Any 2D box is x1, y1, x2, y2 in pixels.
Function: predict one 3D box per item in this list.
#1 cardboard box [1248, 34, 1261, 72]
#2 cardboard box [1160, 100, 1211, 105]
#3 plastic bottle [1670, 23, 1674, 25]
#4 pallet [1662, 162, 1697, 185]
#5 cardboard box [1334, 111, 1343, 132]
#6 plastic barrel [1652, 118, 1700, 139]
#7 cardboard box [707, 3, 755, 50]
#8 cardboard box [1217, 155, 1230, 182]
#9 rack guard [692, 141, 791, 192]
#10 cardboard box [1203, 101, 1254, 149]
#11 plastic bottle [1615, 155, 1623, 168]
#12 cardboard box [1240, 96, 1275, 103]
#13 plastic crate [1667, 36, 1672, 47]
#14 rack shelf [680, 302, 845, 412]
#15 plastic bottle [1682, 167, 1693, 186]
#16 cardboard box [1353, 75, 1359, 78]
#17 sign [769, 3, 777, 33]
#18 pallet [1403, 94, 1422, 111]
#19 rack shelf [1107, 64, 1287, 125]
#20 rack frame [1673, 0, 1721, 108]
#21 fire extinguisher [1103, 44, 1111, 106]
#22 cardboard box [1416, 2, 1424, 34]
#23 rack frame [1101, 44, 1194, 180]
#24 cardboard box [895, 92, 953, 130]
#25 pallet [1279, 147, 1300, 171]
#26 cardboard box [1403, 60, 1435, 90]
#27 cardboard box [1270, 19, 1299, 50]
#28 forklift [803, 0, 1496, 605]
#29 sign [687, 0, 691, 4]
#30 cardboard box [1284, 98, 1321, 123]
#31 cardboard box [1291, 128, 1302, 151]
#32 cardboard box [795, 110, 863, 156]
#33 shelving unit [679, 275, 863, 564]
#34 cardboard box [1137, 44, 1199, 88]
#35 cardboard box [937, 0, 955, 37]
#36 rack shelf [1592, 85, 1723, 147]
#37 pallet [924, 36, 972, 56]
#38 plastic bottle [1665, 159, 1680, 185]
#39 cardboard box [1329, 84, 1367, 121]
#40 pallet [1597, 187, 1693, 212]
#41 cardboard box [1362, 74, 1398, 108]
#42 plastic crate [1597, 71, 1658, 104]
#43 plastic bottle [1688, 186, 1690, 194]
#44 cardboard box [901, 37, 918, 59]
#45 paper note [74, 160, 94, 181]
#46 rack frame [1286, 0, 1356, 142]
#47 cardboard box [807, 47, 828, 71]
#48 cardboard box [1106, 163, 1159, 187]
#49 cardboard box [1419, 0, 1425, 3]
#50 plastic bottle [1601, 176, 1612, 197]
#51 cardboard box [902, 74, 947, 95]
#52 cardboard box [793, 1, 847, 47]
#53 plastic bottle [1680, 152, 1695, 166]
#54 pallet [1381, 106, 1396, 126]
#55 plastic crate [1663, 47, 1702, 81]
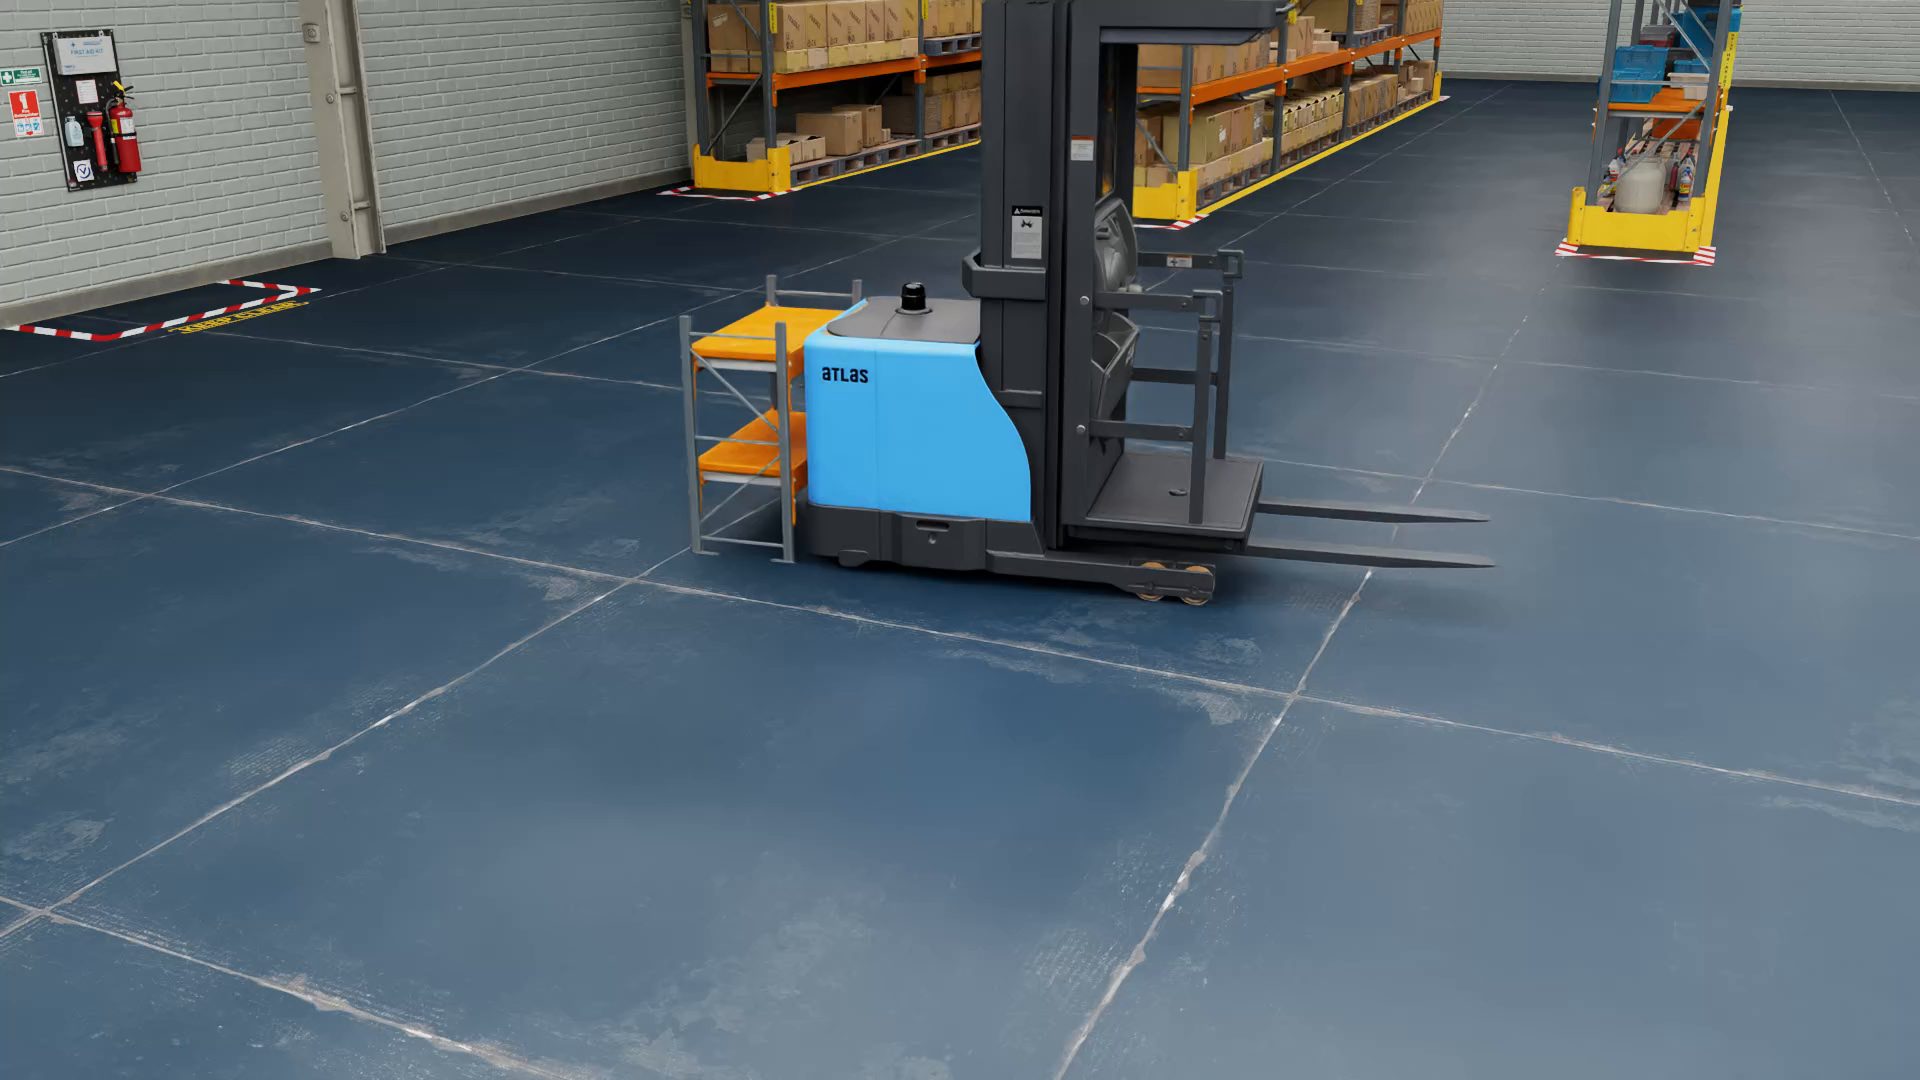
[{"bbox_3d":[3.166,-5.850,19.793,0.700,0.500,0.500,8,21,22],"label":"cardboard box"},{"bbox_3d":[2.667,-4.953,19.776,0.500,0.500,0.500,9,21,23],"label":"cardboard box"},{"bbox_3d":[10.889,-7.768,25.407,0.144,0.351,0.185,9,21,23],"label":"plastic bottle"},{"bbox_3d":[8.356,-4.352,19.892,1.003,0.211,1.213,9,21,23],"label":"pallet"},{"bbox_3d":[5.197,-6.032,23.931,0.500,0.250,0.500,9,22,24],"label":"cardboard box"},{"bbox_3d":[9.892,-5.971,22.893,0.600,0.830,0.708,9,21,23],"label":"plastic barrel"},{"bbox_3d":[-2.608,-6.023,19.502,0.500,0.500,0.500,8,21,22],"label":"cardboard box"},{"bbox_3d":[2.743,-4.221,18.837,0.500,0.250,0.500,9,21,23],"label":"cardboard box"},{"bbox_3d":[-2.576,-4.403,19.603,1.175,0.500,0.348,9,21,23],"label":"rack guard"},{"bbox_3d":[3.145,-4.881,19.574,0.500,0.500,0.500,9,21,23],"label":"cardboard box"},{"bbox_3d":[7.109,-4.003,18.044,0.144,0.351,0.185,8,21,22],"label":"plastic bottle"},{"bbox_3d":[4.079,-5.897,22.712,0.500,0.311,0.500,8,21,22],"label":"cardboard box"},{"bbox_3d":[8.237,-5.793,19.806,0.392,0.384,0.575,9,21,23],"label":"plastic crate"},{"bbox_3d":[-0.867,-0.888,7.912,0.538,0.278,1.000,5,20,15],"label":"rack shelf"},{"bbox_3d":[7.722,-3.829,17.673,0.097,0.271,0.097,0,20,0],"label":"plastic bottle"},{"bbox_3d":[6.199,-7.298,27.086,0.500,0.500,0.500,9,21,23],"label":"cardboard box"},{"bbox_3d":[-2.112,-5.891,18.765,0.100,0.325,0.005,9,21,23],"label":"sign"},{"bbox_3d":[7.608,-7.817,29.635,1.003,0.211,1.213,9,21,23],"label":"pallet"},{"bbox_3d":[2.733,-5.151,19.050,1.077,0.370,4.000,9,21,23],"label":"rack shelf"},{"bbox_3d":[12.983,-9.089,29.050,1.000,3.000,0.127,9,21,23],"label":"rack frame"},{"bbox_3d":[1.442,-4.870,17.301,0.296,0.674,0.183,9,21,23],"label":"fire extinguisher"},{"bbox_3d":[7.699,-9.022,28.712,0.500,0.500,0.500,8,21,22],"label":"cardboard box"},{"bbox_3d":[1.914,-4.879,17.211,1.000,3.000,0.127,9,21,23],"label":"rack frame"},{"bbox_3d":[-0.517,-6.202,24.005,0.700,0.500,0.500,8,21,22],"label":"cardboard box"},{"bbox_3d":[3.818,-5.018,21.765,1.003,0.211,1.213,9,21,23],"label":"pallet"},{"bbox_3d":[8.468,-8.599,30.747,0.500,0.500,0.500,9,21,23],"label":"cardboard box"},{"bbox_3d":[4.097,-6.542,21.739,0.500,0.500,0.500,10,22,27],"label":"cardboard box"},{"bbox_3d":[0.870,-1.296,7.240,3.031,2.935,1.130,5,20,13],"label":"forklift"},{"bbox_3d":[-3.105,-6.334,19.103,0.100,0.325,0.005,9,21,23],"label":"sign"},{"bbox_3d":[4.577,-5.830,22.527,0.500,0.311,0.500,9,22,24],"label":"cardboard box"},{"bbox_3d":[4.154,-5.249,21.729,0.500,0.250,0.500,9,22,24],"label":"cardboard box"},{"bbox_3d":[-1.662,-5.178,21.125,0.700,0.500,0.500,7,21,19],"label":"cardboard box"},{"bbox_3d":[-0.867,-0.612,8.010,0.538,1.125,1.048,5,20,15],"label":"shelving unit"},{"bbox_3d":[2.117,-5.067,17.590,0.700,0.500,0.500,9,21,23],"label":"cardboard box"},{"bbox_3d":[-0.494,-7.355,23.369,0.700,0.500,0.500,11,22,28],"label":"cardboard box"},{"bbox_3d":[7.250,-4.470,17.136,1.077,0.370,4.000,9,21,23],"label":"rack shelf"},{"bbox_3d":[-0.523,-6.903,23.190,1.003,0.211,1.213,9,21,23],"label":"pallet"},{"bbox_3d":[7.845,-4.062,18.323,0.152,0.276,0.135,9,21,23],"label":"plastic bottle"},{"bbox_3d":[5.846,-6.615,25.166,0.500,0.500,0.500,8,21,21],"label":"cardboard box"},{"bbox_3d":[7.258,-3.533,17.588,1.003,0.211,1.213,9,21,23],"label":"pallet"},{"bbox_3d":[6.887,-7.387,27.336,0.500,0.500,0.500,8,21,22],"label":"cardboard box"},{"bbox_3d":[6.363,-4.322,15.867,0.499,0.251,0.616,9,21,23],"label":"plastic crate"},{"bbox_3d":[7.500,-3.630,17.219,0.097,0.201,0.097,0,20,0],"label":"plastic bottle"},{"bbox_3d":[-0.886,-6.533,22.055,0.500,0.250,0.500,9,21,23],"label":"cardboard box"},{"bbox_3d":[-6.749,-2.846,12.809,0.016,0.148,0.142,9,21,23],"label":"paper note"},{"bbox_3d":[5.190,-7.324,24.087,1.000,3.000,0.127,9,21,23],"label":"rack frame"},{"bbox_3d":[-1.918,-5.762,19.889,0.500,0.250,0.500,8,21,21],"label":"cardboard box"},{"bbox_3d":[1.864,-3.986,18.176,0.500,0.250,0.500,9,21,23],"label":"cardboard box"},{"bbox_3d":[7.699,-9.486,28.523,0.500,0.500,0.500,8,21,21],"label":"cardboard box"},{"bbox_3d":[6.783,-3.708,17.439,0.097,0.201,0.097,0,20,0],"label":"plastic bottle"},{"bbox_3d":[-0.506,-6.525,23.796,0.500,0.250,0.500,8,21,22],"label":"cardboard box"},{"bbox_3d":[-1.708,-6.261,20.172,0.500,0.500,0.500,8,21,21],"label":"cardboard box"},{"bbox_3d":[7.990,-4.085,18.275,0.144,0.351,0.185,7,21,20],"label":"plastic bottle"},{"bbox_3d":[6.529,-6.979,27.279,1.003,0.211,1.213,9,21,23],"label":"pallet"},{"bbox_3d":[7.739,-5.249,18.344,0.767,0.338,0.504,9,21,23],"label":"plastic crate"}]
